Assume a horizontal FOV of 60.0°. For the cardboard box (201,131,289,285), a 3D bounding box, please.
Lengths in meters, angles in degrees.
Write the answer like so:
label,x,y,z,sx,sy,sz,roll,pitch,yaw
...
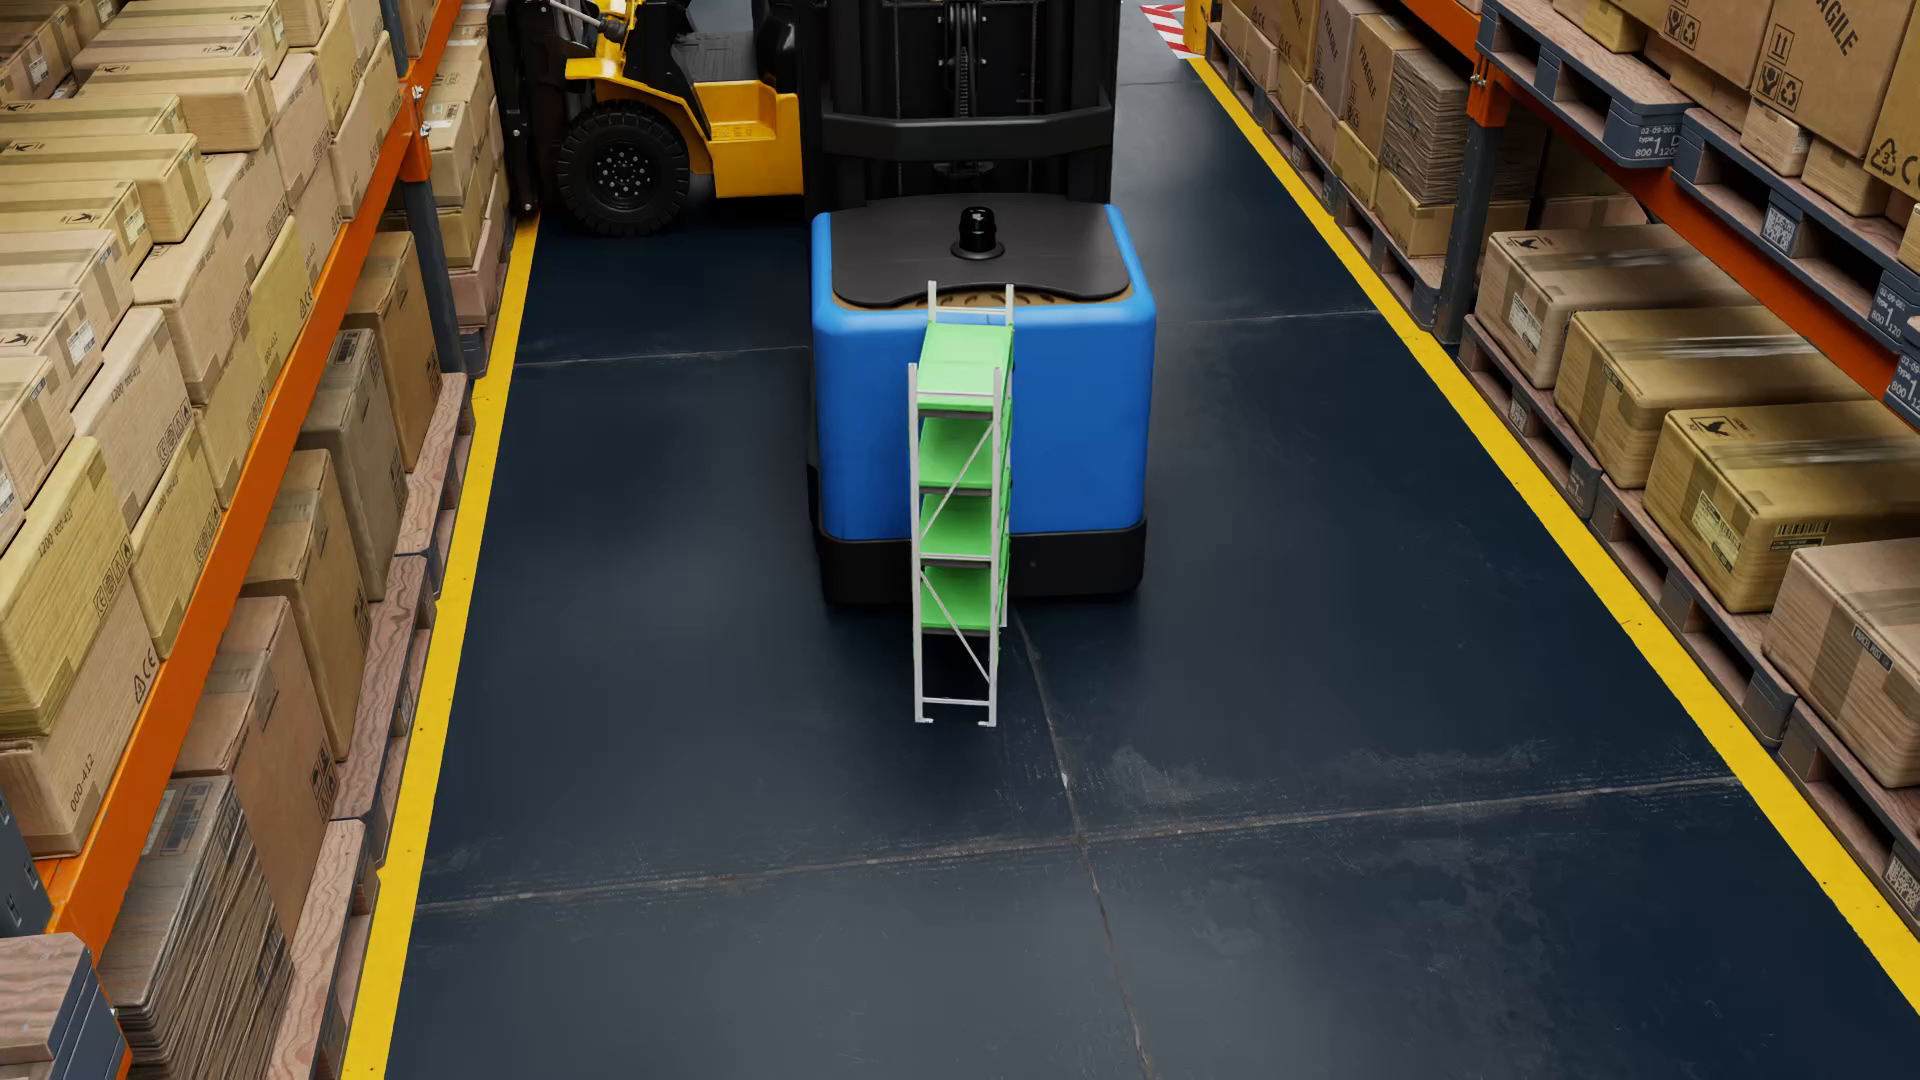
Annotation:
label,x,y,z,sx,sy,sz,roll,pitch,yaw
cardboard box,-1.913,-0.772,3.909,0.500,0.250,0.500,-4,34,-6

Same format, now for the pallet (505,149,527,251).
label,x,y,z,sx,sy,sz,roll,pitch,yaw
pallet,-2.654,-1.715,8.079,1.003,0.211,1.213,-4,35,-6

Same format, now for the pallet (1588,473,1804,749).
label,x,y,z,sx,sy,sz,roll,pitch,yaw
pallet,2.771,0.153,5.338,1.003,0.211,1.213,-4,35,-6

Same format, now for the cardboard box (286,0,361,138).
label,x,y,z,sx,sy,sz,roll,pitch,yaw
cardboard box,-2.025,-1.341,4.744,0.500,0.250,0.500,-5,35,-8

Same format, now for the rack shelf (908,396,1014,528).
label,x,y,z,sx,sy,sz,roll,pitch,yaw
rack shelf,0.009,-0.233,4.714,0.258,0.148,0.480,3,34,4

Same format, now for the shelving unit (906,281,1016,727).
label,x,y,z,sx,sy,sz,roll,pitch,yaw
shelving unit,0.009,-0.088,4.813,0.258,1.200,0.503,3,34,4

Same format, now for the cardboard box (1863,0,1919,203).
label,x,y,z,sx,sy,sz,roll,pitch,yaw
cardboard box,2.549,-1.023,3.862,0.500,0.500,0.500,-7,35,-10

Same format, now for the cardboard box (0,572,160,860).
label,x,y,z,sx,sy,sz,roll,pitch,yaw
cardboard box,-1.701,0.290,2.794,0.500,0.250,0.500,-4,35,-6

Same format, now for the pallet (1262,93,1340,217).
label,x,y,z,sx,sy,sz,roll,pitch,yaw
pallet,2.204,-2.018,8.524,1.003,0.211,1.213,-4,35,-6

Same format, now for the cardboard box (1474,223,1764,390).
label,x,y,z,sx,sy,sz,roll,pitch,yaw
cardboard box,2.570,-0.911,6.384,0.950,0.372,0.625,-4,34,-6

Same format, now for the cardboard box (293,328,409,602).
label,x,y,z,sx,sy,sz,roll,pitch,yaw
cardboard box,-2.243,-0.206,5.125,0.875,0.625,0.625,-5,35,-7

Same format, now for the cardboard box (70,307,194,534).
label,x,y,z,sx,sy,sz,roll,pitch,yaw
cardboard box,-1.767,-0.196,3.063,0.500,0.250,0.500,-3,34,-5

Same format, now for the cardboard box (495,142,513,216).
label,x,y,z,sx,sy,sz,roll,pitch,yaw
cardboard box,-2.326,-1.638,7.558,0.500,0.250,0.500,-4,34,-6

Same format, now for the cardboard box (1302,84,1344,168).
label,x,y,z,sx,sy,sz,roll,pitch,yaw
cardboard box,2.006,-2.043,8.153,0.500,0.250,0.500,-4,34,-6

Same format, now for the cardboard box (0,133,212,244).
label,x,y,z,sx,sy,sz,roll,pitch,yaw
cardboard box,-1.818,-0.735,3.500,0.380,0.149,0.250,-4,34,-5

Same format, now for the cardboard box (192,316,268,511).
label,x,y,z,sx,sy,sz,roll,pitch,yaw
cardboard box,-1.840,-0.278,3.627,0.500,0.250,0.500,-5,35,-8

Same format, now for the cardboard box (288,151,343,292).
label,x,y,z,sx,sy,sz,roll,pitch,yaw
cardboard box,-1.984,-0.855,4.474,0.500,0.250,0.500,-4,34,-6

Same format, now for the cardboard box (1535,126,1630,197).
label,x,y,z,sx,sy,sz,roll,pitch,yaw
cardboard box,2.685,-1.813,7.149,0.500,0.500,0.500,-3,34,-4

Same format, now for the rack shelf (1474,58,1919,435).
label,x,y,z,sx,sy,sz,roll,pitch,yaw
rack shelf,2.766,-0.702,4.756,1.077,0.370,4.000,-4,35,-6

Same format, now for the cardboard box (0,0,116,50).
label,x,y,z,sx,sy,sz,roll,pitch,yaw
cardboard box,-2.514,-1.401,4.477,0.380,0.149,0.250,-5,35,-7

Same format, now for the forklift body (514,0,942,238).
label,x,y,z,sx,sy,sz,roll,pitch,yaw
forklift body,-0.896,-2.699,7.801,2.313,2.155,1.214,-4,35,-6

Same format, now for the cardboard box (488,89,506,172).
label,x,y,z,sx,sy,sz,roll,pitch,yaw
cardboard box,-2.306,-1.837,7.407,0.500,0.250,0.500,-5,35,-7

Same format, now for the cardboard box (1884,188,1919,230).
label,x,y,z,sx,sy,sz,roll,pitch,yaw
cardboard box,2.586,-0.843,4.174,0.380,0.149,0.250,-4,34,-6

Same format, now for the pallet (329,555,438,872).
label,x,y,z,sx,sy,sz,roll,pitch,yaw
pallet,-2.116,0.505,4.821,1.003,0.211,1.213,-4,35,-6

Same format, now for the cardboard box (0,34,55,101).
label,x,y,z,sx,sy,sz,roll,pitch,yaw
cardboard box,-2.467,-1.119,4.064,0.380,0.149,0.250,-5,35,-7

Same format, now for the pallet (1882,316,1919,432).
label,x,y,z,sx,sy,sz,roll,pitch,yaw
pallet,2.834,-0.194,3.541,1.213,0.211,1.003,-4,35,-6

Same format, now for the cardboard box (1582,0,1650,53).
label,x,y,z,sx,sy,sz,roll,pitch,yaw
cardboard box,2.283,-1.713,5.450,0.380,0.149,0.250,-4,34,-5

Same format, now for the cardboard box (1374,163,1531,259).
label,x,y,z,sx,sy,sz,roll,pitch,yaw
cardboard box,2.151,-1.463,7.301,0.500,0.250,0.500,-3,34,-4

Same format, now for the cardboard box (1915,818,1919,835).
label,x,y,z,sx,sy,sz,roll,pitch,yaw
cardboard box,2.969,0.713,4.001,0.950,0.372,0.625,-7,35,-10

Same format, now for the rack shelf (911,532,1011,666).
label,x,y,z,sx,sy,sz,roll,pitch,yaw
rack shelf,0.009,0.164,4.984,0.258,0.148,0.480,3,34,4

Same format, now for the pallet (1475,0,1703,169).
label,x,y,z,sx,sy,sz,roll,pitch,yaw
pallet,2.456,-1.599,5.603,1.003,0.211,1.213,-4,35,-6

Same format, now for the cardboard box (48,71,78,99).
label,x,y,z,sx,sy,sz,roll,pitch,yaw
cardboard box,-2.491,-1.011,4.260,0.500,0.250,0.500,-5,35,-8

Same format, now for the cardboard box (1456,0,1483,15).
label,x,y,z,sx,sy,sz,roll,pitch,yaw
cardboard box,2.152,-2.168,6.491,0.380,0.149,0.250,-5,35,-7

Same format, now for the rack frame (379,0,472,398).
label,x,y,z,sx,sy,sz,roll,pitch,yaw
rack frame,-2.421,-1.738,5.636,1.000,3.000,0.127,-4,35,-6

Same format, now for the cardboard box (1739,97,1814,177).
label,x,y,z,sx,sy,sz,roll,pitch,yaw
cardboard box,2.406,-1.124,4.586,0.380,0.149,0.250,-3,34,-5

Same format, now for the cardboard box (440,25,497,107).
label,x,y,z,sx,sy,sz,roll,pitch,yaw
cardboard box,-2.312,-2.045,7.268,0.500,0.250,0.500,-3,34,-5

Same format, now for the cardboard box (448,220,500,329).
label,x,y,z,sx,sy,sz,roll,pitch,yaw
cardboard box,-2.158,-1.070,6.725,0.500,0.250,0.500,-4,34,-6

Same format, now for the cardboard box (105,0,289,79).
label,x,y,z,sx,sy,sz,roll,pitch,yaw
cardboard box,-1.982,-1.302,4.333,0.380,0.149,0.250,-5,35,-8

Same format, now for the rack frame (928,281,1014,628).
label,x,y,z,sx,sy,sz,roll,pitch,yaw
rack frame,0.030,-0.224,5.014,0.240,1.200,0.015,3,34,4

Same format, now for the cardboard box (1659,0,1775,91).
label,x,y,z,sx,sy,sz,roll,pitch,yaw
cardboard box,2.397,-1.614,4.729,0.500,0.500,0.500,-5,35,-7

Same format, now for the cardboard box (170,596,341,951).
label,x,y,z,sx,sy,sz,roll,pitch,yaw
cardboard box,-2.049,0.589,3.958,0.875,0.625,0.625,-3,34,-5

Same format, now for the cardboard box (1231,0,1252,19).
label,x,y,z,sx,sy,sz,roll,pitch,yaw
cardboard box,1.797,-3.211,9.201,0.500,0.500,0.500,-5,35,-8

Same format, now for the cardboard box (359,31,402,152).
label,x,y,z,sx,sy,sz,roll,pitch,yaw
cardboard box,-2.094,-1.414,5.295,0.500,0.250,0.500,-4,34,-5

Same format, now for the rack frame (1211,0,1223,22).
label,x,y,z,sx,sy,sz,roll,pitch,yaw
rack frame,1.959,-4.348,9.466,1.000,3.000,0.127,-4,35,-6

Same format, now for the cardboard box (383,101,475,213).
label,x,y,z,sx,sy,sz,roll,pitch,yaw
cardboard box,-2.175,-1.482,6.442,0.500,0.250,0.500,-5,35,-7

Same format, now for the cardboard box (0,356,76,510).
label,x,y,z,sx,sy,sz,roll,pitch,yaw
cardboard box,-1.671,-0.164,2.662,0.380,0.149,0.250,-4,34,-5

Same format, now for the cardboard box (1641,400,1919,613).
label,x,y,z,sx,sy,sz,roll,pitch,yaw
cardboard box,2.765,-0.122,5.226,0.950,0.372,0.625,-3,34,-5

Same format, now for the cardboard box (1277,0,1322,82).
label,x,y,z,sx,sy,sz,roll,pitch,yaw
cardboard box,1.931,-2.639,8.361,0.500,0.500,0.500,-4,34,-5

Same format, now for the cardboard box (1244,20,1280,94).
label,x,y,z,sx,sy,sz,roll,pitch,yaw
cardboard box,1.855,-2.629,9.012,0.500,0.250,0.500,-3,34,-5

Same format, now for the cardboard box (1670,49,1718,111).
label,x,y,z,sx,sy,sz,roll,pitch,yaw
cardboard box,2.390,-1.414,5.012,0.380,0.149,0.250,-4,34,-6

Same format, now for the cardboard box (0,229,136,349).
label,x,y,z,sx,sy,sz,roll,pitch,yaw
cardboard box,-1.779,-0.450,3.083,0.380,0.149,0.250,-4,34,-6

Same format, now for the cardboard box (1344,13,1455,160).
label,x,y,z,sx,sy,sz,roll,pitch,yaw
cardboard box,2.081,-2.056,7.507,0.500,0.500,0.500,-4,34,-6

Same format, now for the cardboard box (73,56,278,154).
label,x,y,z,sx,sy,sz,roll,pitch,yaw
cardboard box,-1.841,-1.020,3.919,0.380,0.149,0.250,-5,35,-8

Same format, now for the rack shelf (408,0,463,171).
label,x,y,z,sx,sy,sz,roll,pitch,yaw
rack shelf,-2.690,-2.557,7.477,1.077,0.370,4.000,-4,35,-6

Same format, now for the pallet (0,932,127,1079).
label,x,y,z,sx,sy,sz,roll,pitch,yaw
pallet,-1.722,0.947,1.868,1.213,0.211,1.003,-4,35,-6

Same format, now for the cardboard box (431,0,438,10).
label,x,y,z,sx,sy,sz,roll,pitch,yaw
cardboard box,-2.308,-2.336,6.425,0.500,0.500,0.500,-4,34,-6

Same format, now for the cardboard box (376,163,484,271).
label,x,y,z,sx,sy,sz,roll,pitch,yaw
cardboard box,-2.180,-1.275,6.582,0.500,0.250,0.500,-5,35,-7

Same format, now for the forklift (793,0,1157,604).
label,x,y,z,sx,sy,sz,roll,pitch,yaw
forklift,-0.030,-1.813,5.808,1.130,2.935,3.031,-2,34,-4
